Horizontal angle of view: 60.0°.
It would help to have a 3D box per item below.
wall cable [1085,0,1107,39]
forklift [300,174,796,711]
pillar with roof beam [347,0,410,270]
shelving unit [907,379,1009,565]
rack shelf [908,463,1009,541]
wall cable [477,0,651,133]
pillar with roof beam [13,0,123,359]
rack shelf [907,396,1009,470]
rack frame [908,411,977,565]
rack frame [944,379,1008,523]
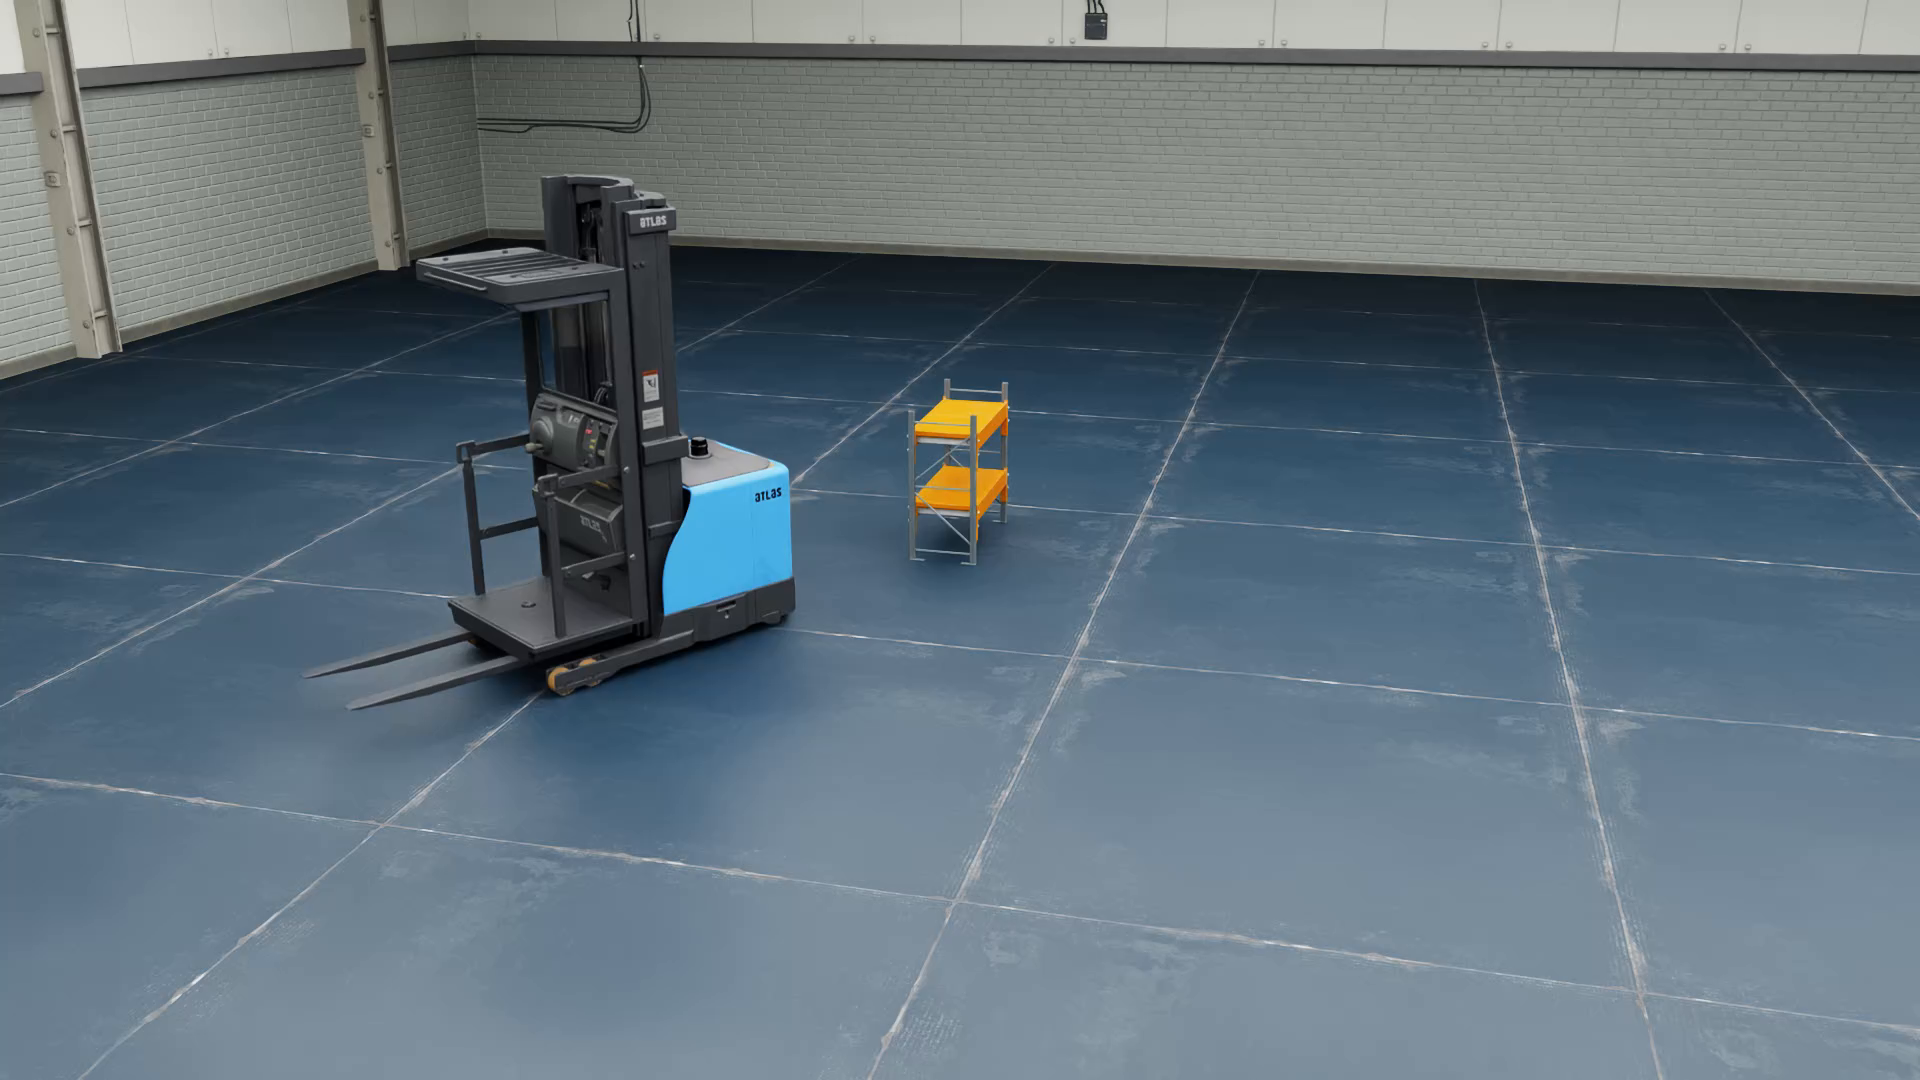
[{"bbox_3d":[2.906,-9.922,22.552,2.305,6.003,0.169,5,19,13],"label":"wall cable"},{"bbox_3d":[-2.517,-0.646,10.044,3.031,2.935,1.130,-17,25,-40],"label":"forklift"},{"bbox_3d":[-4.123,-7.908,21.919,9.100,9.000,0.400,5,19,13],"label":"pillar with roof beam"},{"bbox_3d":[-0.002,-0.530,12.500,0.538,1.125,1.048,5,19,13],"label":"shelving unit"},{"bbox_3d":[-0.002,-0.299,12.579,0.538,0.278,1.000,5,19,13],"label":"rack shelf"},{"bbox_3d":[-6.296,-7.598,25.814,3.097,2.526,0.112,5,19,13],"label":"wall cable"},{"bbox_3d":[-5.589,-6.028,16.413,9.100,9.000,0.400,5,19,13],"label":"pillar with roof beam"},{"bbox_3d":[-0.002,-0.807,12.405,0.538,0.278,1.000,5,19,13],"label":"rack shelf"},{"bbox_3d":[-0.126,-0.371,12.033,0.500,1.125,0.032,5,19,13],"label":"rack frame"},{"bbox_3d":[0.123,-0.690,12.966,0.500,1.125,0.032,5,19,13],"label":"rack frame"}]
